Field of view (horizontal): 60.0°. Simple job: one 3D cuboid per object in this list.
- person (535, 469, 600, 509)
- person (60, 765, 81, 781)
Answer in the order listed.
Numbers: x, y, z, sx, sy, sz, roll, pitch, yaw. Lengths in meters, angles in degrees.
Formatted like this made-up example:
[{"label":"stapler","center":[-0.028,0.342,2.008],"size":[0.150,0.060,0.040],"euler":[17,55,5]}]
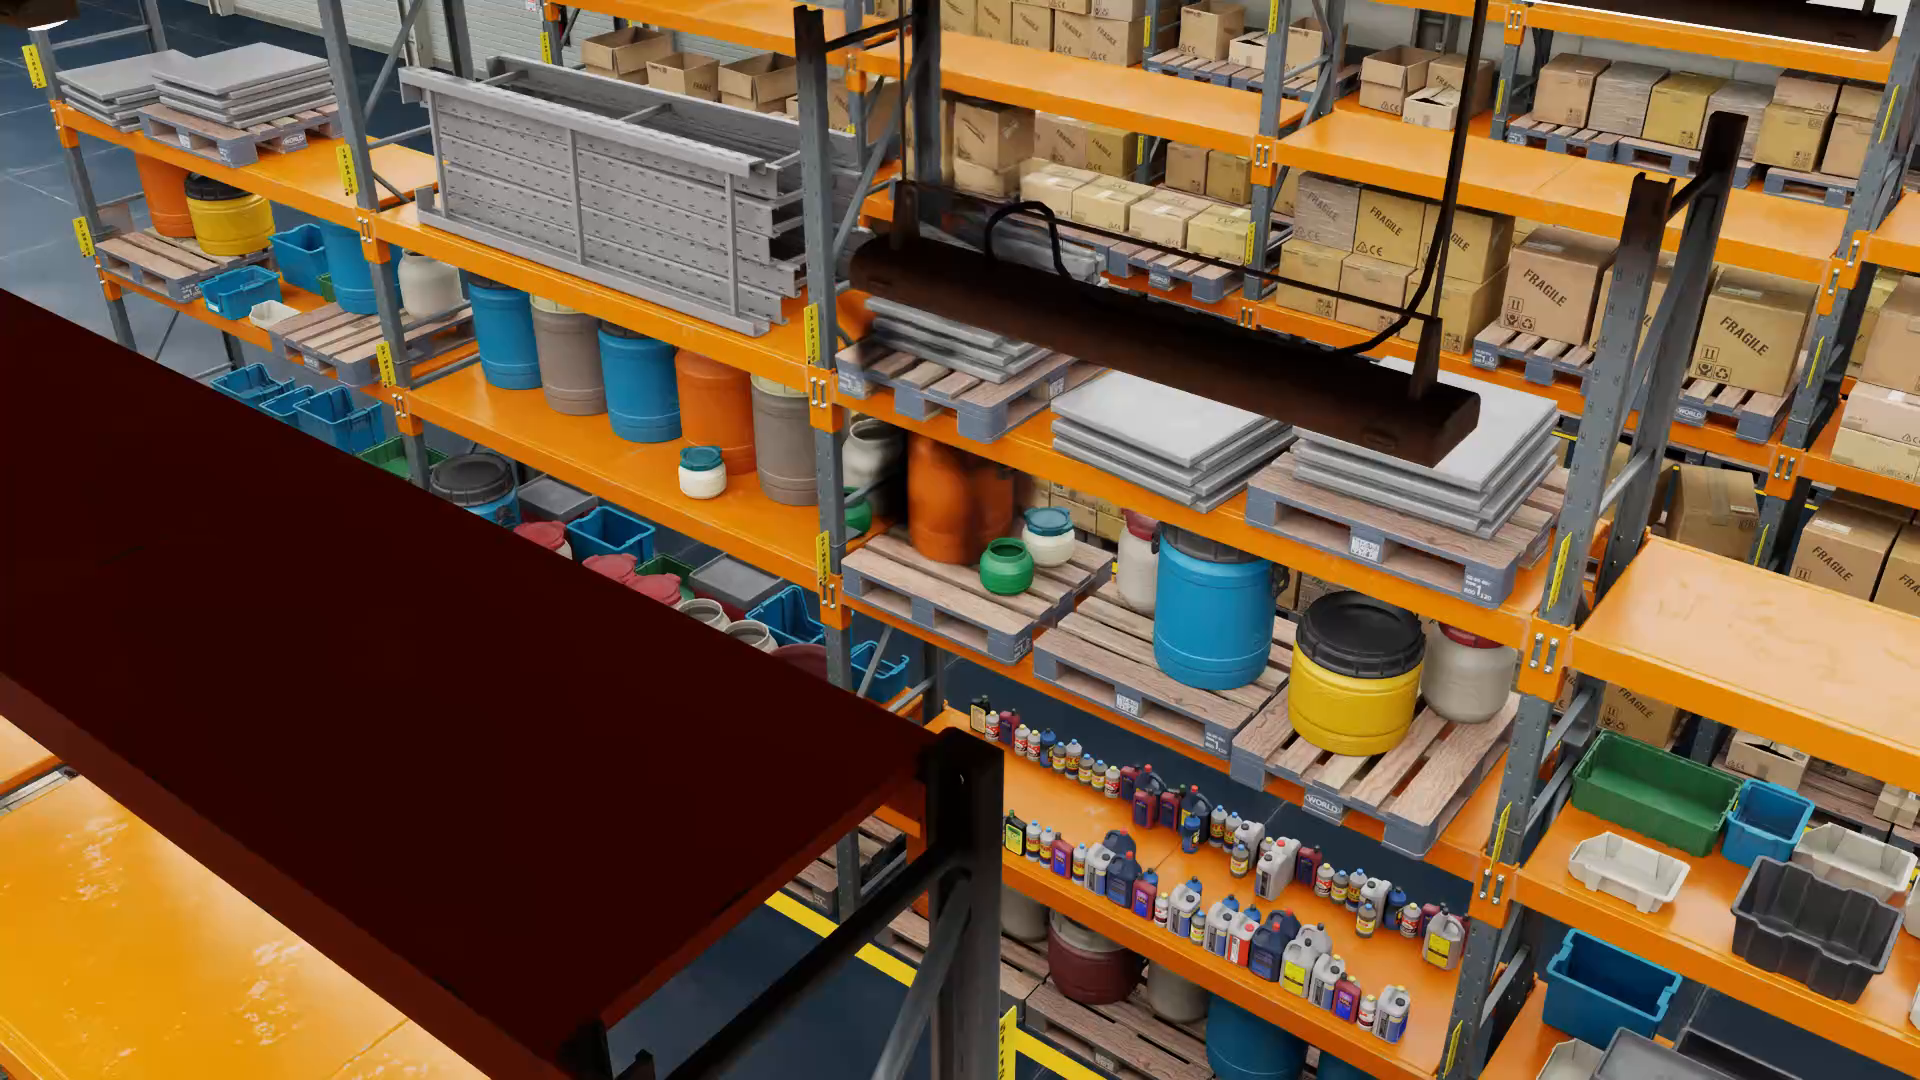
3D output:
[{"label":"person","center":[-3.651,-0.817,14.939],"size":[0.884,1.755,0.707],"euler":[20,37,29]},{"label":"person","center":[-5.432,1.953,10.509],"size":[0.784,1.667,0.577],"euler":[24,39,34]}]
